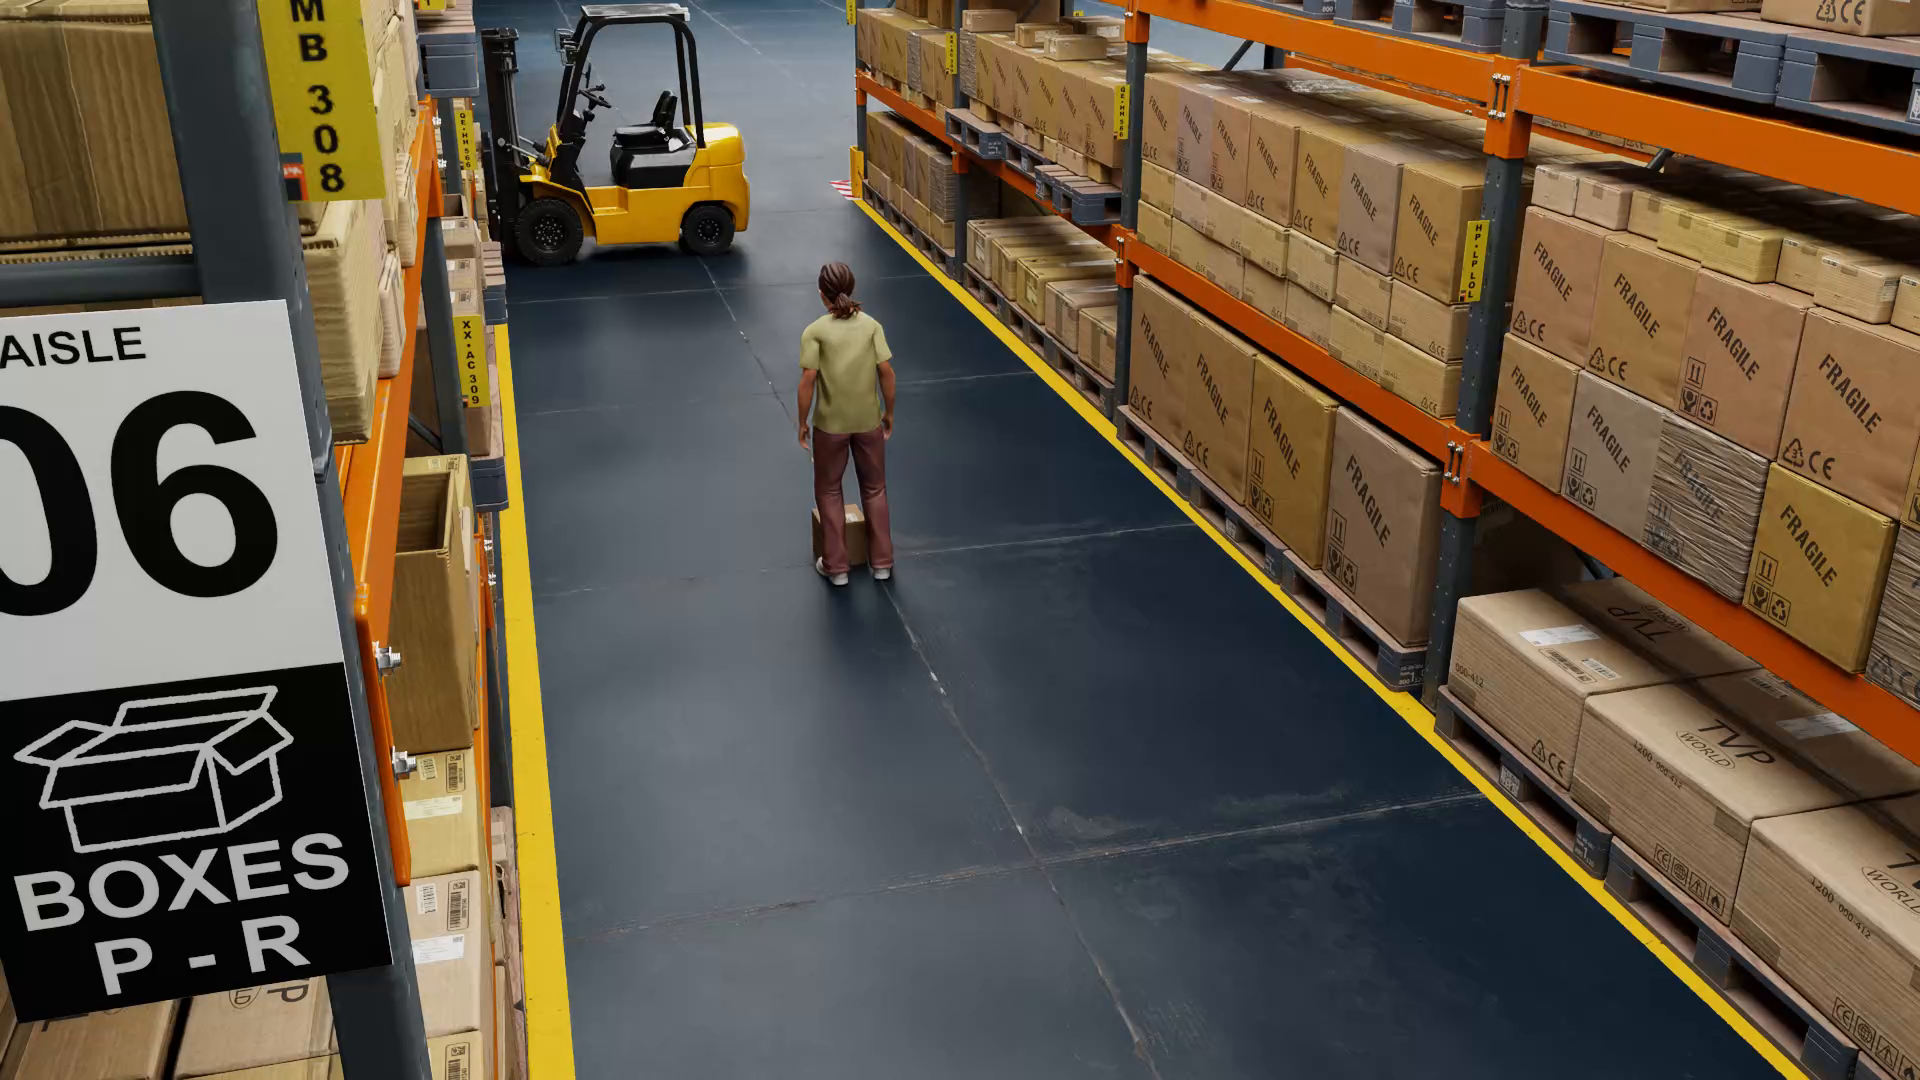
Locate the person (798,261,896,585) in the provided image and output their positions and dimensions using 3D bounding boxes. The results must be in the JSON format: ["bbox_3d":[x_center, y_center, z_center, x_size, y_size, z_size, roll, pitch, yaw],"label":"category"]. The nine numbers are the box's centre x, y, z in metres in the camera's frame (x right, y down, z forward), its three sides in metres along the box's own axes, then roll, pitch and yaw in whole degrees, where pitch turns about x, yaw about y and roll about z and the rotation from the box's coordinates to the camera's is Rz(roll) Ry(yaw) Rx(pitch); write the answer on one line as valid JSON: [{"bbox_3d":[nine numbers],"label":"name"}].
[{"bbox_3d":[-0.578,-0.582,8.468,0.510,1.673,0.351,-7,24,-16],"label":"person"}]
